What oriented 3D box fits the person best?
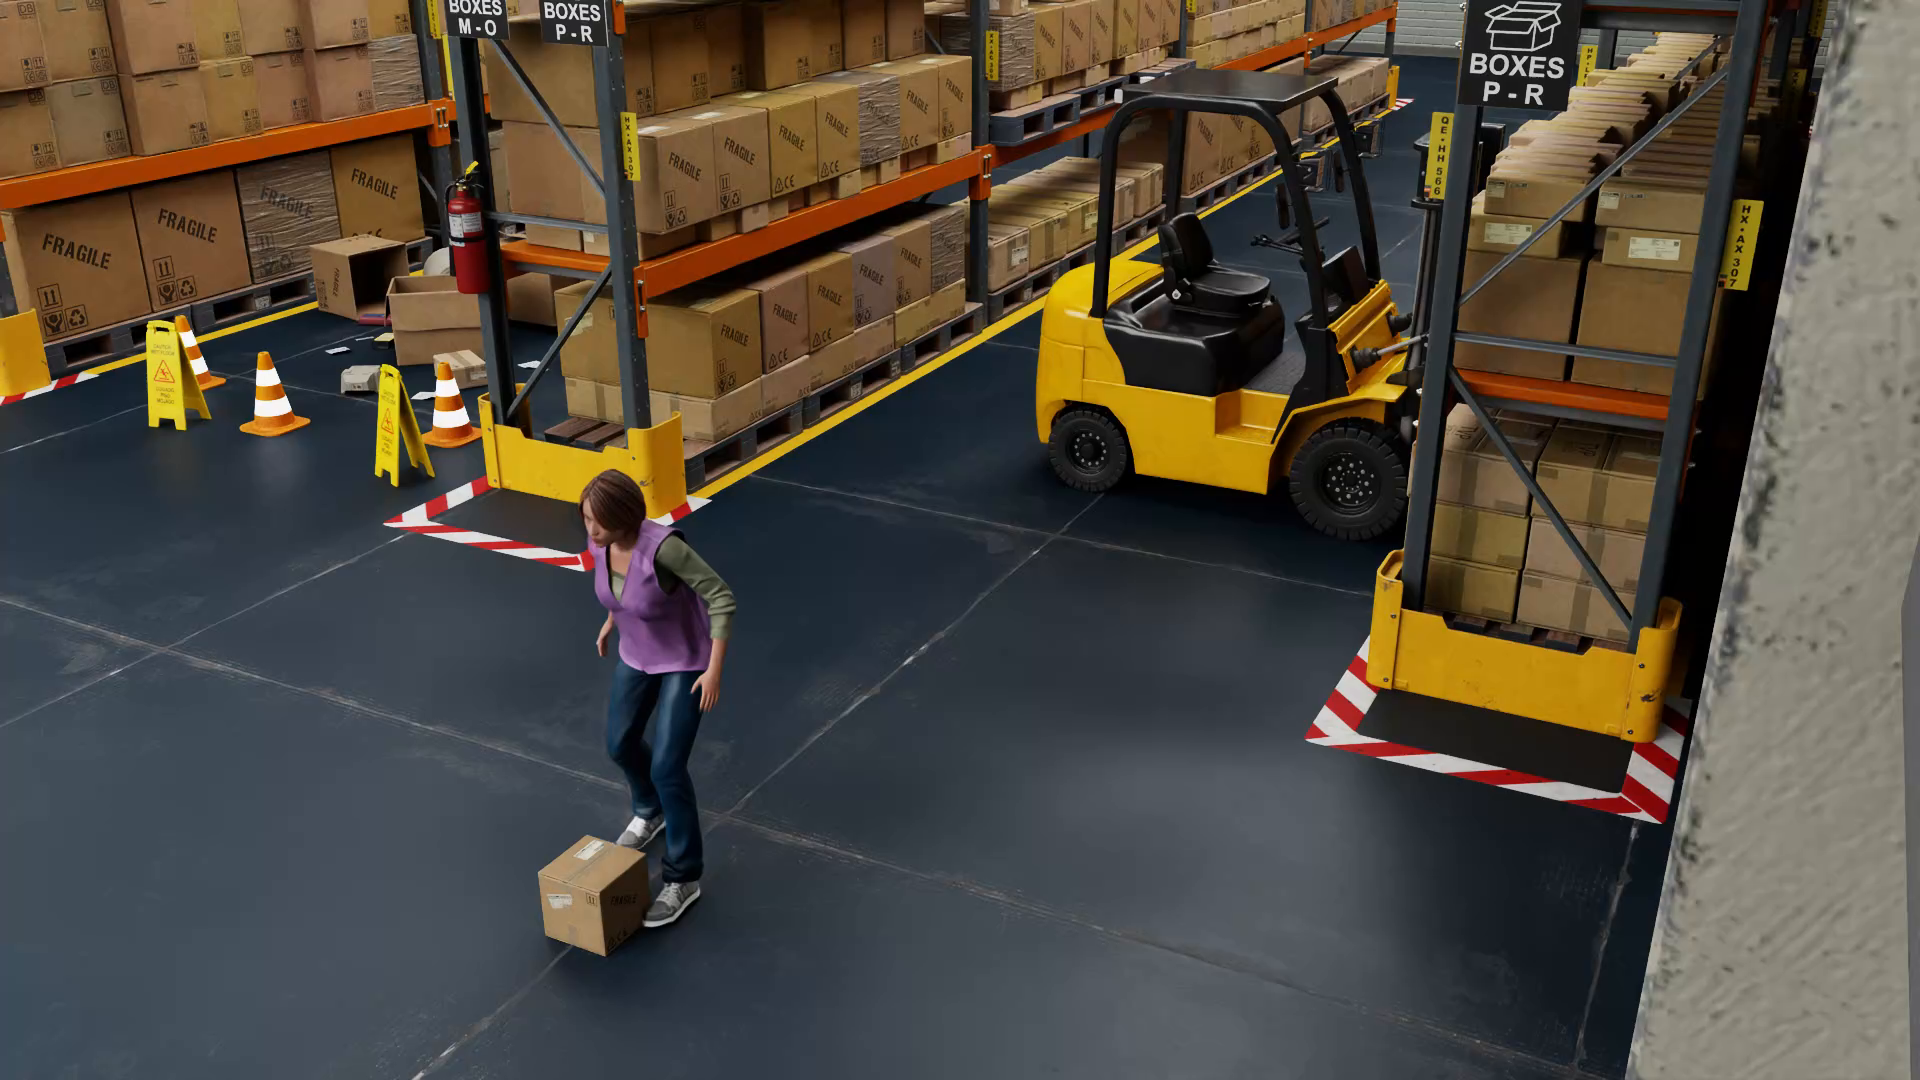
[{"bbox_3d":[-1.043,0.472,5.521,0.611,1.536,0.586,14,27,30],"label":"person"}]
